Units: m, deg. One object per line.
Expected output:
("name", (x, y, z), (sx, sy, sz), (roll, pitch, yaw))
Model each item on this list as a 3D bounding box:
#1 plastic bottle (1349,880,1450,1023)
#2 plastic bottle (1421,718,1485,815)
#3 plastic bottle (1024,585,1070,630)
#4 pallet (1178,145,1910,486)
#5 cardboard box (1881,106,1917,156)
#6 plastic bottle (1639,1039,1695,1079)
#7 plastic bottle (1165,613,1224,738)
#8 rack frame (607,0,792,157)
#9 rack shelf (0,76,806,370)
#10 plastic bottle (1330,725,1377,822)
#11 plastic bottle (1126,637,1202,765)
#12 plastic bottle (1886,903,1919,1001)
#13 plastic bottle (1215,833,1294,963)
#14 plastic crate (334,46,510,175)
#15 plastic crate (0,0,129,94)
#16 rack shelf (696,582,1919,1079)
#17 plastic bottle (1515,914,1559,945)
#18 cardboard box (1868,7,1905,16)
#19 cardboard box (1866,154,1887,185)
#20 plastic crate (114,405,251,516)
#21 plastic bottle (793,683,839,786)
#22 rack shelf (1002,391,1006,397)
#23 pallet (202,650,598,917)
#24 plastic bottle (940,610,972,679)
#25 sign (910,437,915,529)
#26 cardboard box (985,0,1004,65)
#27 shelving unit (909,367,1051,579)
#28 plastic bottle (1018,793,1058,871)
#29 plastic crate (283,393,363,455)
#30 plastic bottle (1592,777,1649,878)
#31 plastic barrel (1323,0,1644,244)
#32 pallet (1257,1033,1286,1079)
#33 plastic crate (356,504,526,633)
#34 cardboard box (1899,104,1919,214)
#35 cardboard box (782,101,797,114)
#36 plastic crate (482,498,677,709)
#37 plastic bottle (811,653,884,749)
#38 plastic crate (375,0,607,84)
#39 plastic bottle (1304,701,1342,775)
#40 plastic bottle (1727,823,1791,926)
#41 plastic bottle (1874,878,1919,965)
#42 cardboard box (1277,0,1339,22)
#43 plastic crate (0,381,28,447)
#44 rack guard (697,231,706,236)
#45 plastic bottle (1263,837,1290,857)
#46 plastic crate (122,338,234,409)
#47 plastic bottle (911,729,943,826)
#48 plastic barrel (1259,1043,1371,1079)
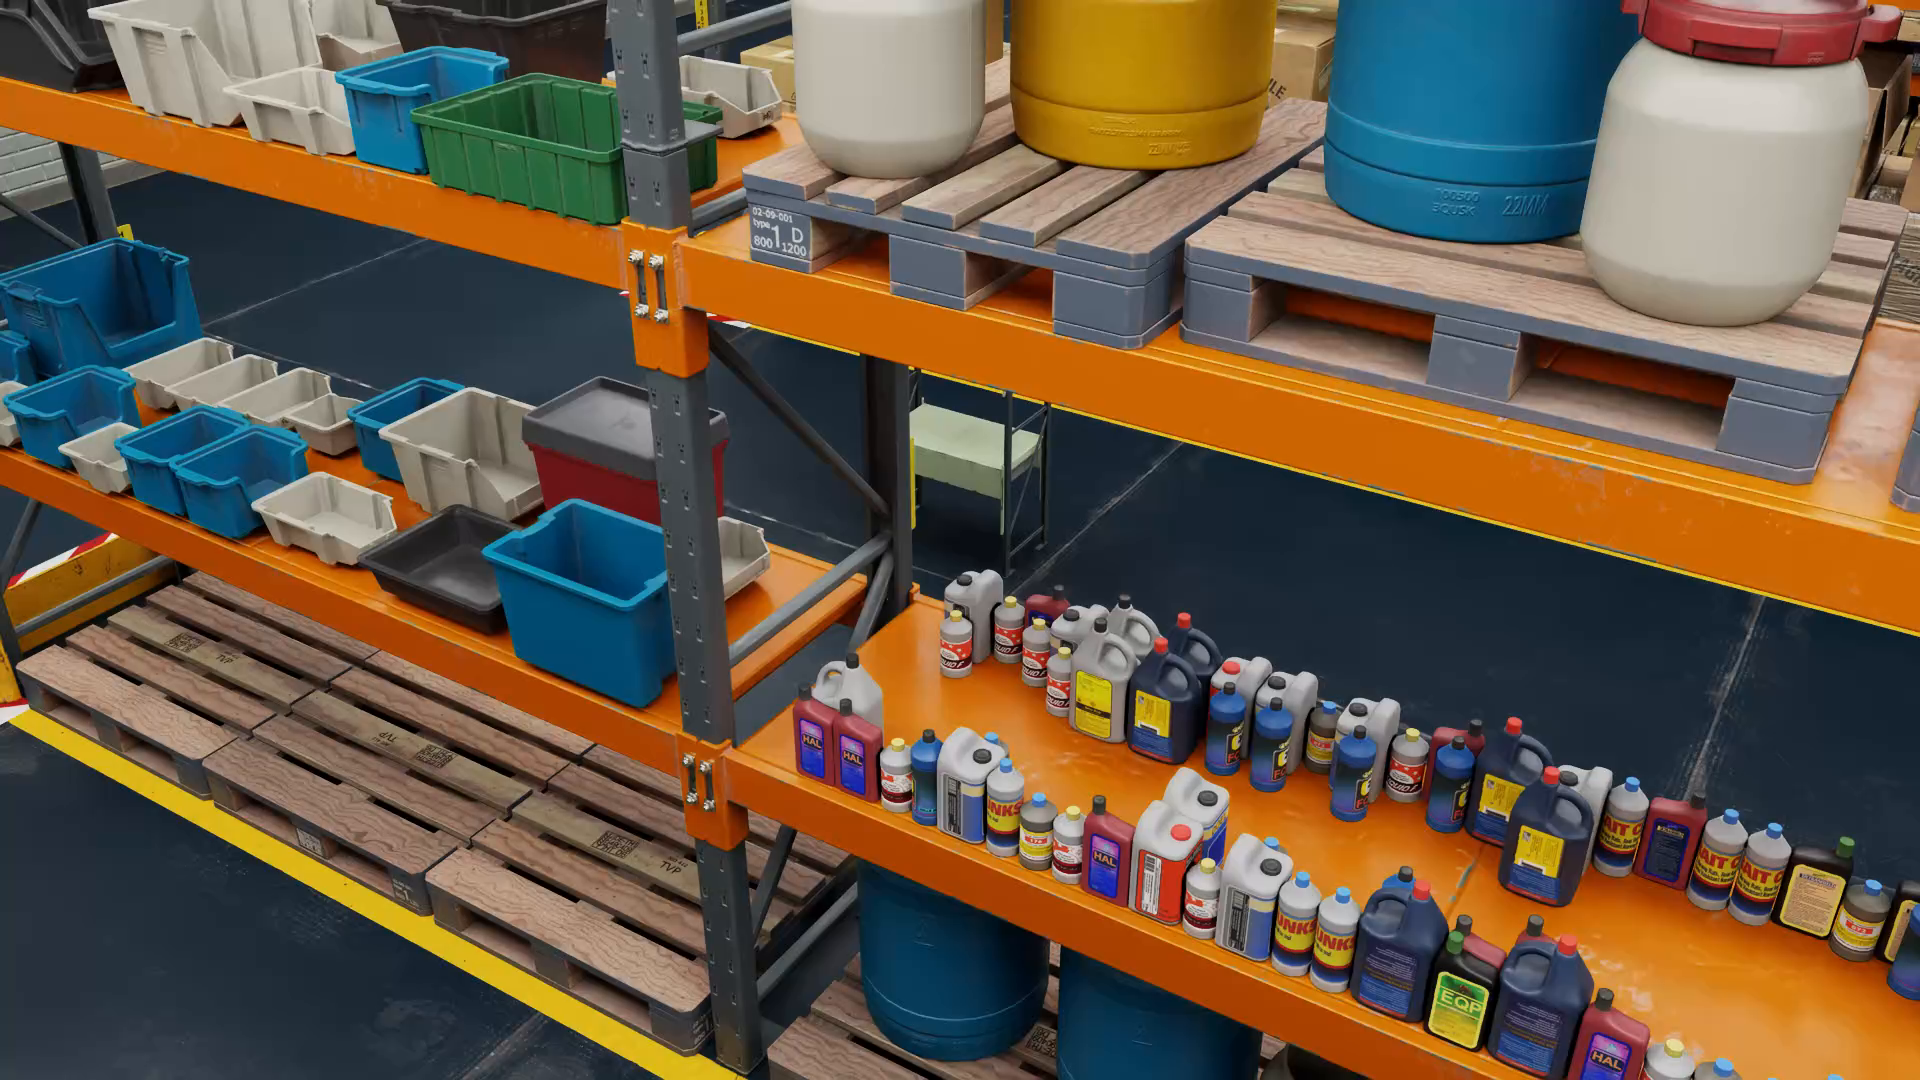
("plastic bottle", (1.001, 0.906, 3.769), (0.185, 0.351, 0.144), (18, 35, 27))
("plastic bottle", (1.306, 0.583, 4.389), (0.133, 0.283, 0.061), (18, 35, 27))
("plastic bottle", (0.259, 0.252, 4.957), (0.133, 0.283, 0.061), (18, 35, 27))
("pallet", (1.211, -0.552, 3.429), (1.213, 0.211, 1.003), (18, 35, 27))
("cardboard box", (6.256, -2.847, 11.473), (0.500, 0.250, 0.500), (19, 35, 29))
("plastic bottle", (1.491, 1.140, 3.517), (0.097, 0.201, 0.097), (0, 30, 0))
("plastic bottle", (0.642, 0.369, 4.690), (0.185, 0.351, 0.144), (18, 35, 27))
("rack frame", (-0.467, -2.400, 3.433), (0.127, 3.000, 1.000), (18, 35, 27))
("rack shelf", (-2.161, -1.329, 5.289), (4.000, 0.370, 1.077), (18, 35, 27))
("plastic bottle", (1.035, 0.604, 4.365), (0.097, 0.271, 0.097), (0, 30, 0))
("plastic bottle", (0.565, 0.431, 4.584), (0.185, 0.351, 0.144), (18, 35, 27))
("plastic bottle", (2.218, 0.924, 3.817), (0.097, 0.271, 0.097), (0, 30, 0))
("plastic bottle", (0.703, 0.842, 3.953), (0.135, 0.276, 0.152), (18, 35, 27))
("plastic crate", (-1.408, -1.139, 4.416), (0.300, 0.233, 0.416), (18, 35, 27))
("plastic crate", (-2.707, -1.622, 5.139), (0.767, 0.338, 0.504), (18, 35, 27))
("rack shelf", (1.227, 1.038, 4.208), (4.000, 0.370, 1.077), (18, 35, 27))
("plastic bottle", (1.303, 0.970, 3.726), (0.133, 0.283, 0.061), (18, 35, 27))
("cardboard box", (6.092, -3.562, 10.917), (0.250, 0.149, 0.380), (17, 34, 27))
("cardboard box", (3.991, -1.548, 7.827), (0.500, 0.500, 0.500), (18, 35, 28))
("plastic crate", (-2.706, -0.274, 5.850), (0.300, 0.233, 0.416), (18, 35, 27))
("plastic bottle", (-0.383, 0.522, 4.494), (0.133, 0.283, 0.061), (18, 35, 27))
("rack shelf", (0.006, -0.983, 7.672), (0.720, 0.370, 0.431), (18, 35, 27))
("pallet", (-2.148, 0.889, 6.516), (1.213, 0.211, 1.003), (18, 35, 27))
("plastic bottle", (-0.012, 0.303, 4.951), (0.097, 0.201, 0.097), (0, 30, 0))
("sign", (-0.173, -0.162, 5.277), (0.005, 0.325, 0.100), (18, 35, 27))
("cardboard box", (-0.093, -2.867, 9.298), (0.500, 0.500, 0.500), (17, 34, 26))
("shelving unit", (0.006, -0.646, 7.869), (0.755, 1.500, 0.431), (18, 35, 27))
("plastic bottle", (0.198, 0.731, 4.218), (0.097, 0.201, 0.097), (0, 30, 0))
("plastic crate", (-2.321, -0.431, 6.215), (0.250, 0.136, 0.298), (18, 35, 27))
("plastic bottle", (1.664, 0.713, 4.179), (0.097, 0.271, 0.097), (0, 30, 0))
("plastic barrel", (1.060, -1.110, 3.285), (0.708, 0.901, 0.600), (18, 35, 27))
("pallet", (1.202, 1.947, 4.703), (1.213, 0.211, 1.003), (18, 35, 27))
("plastic crate", (-1.558, 0.099, 5.316), (0.590, 0.125, 0.437), (18, 35, 27))
("cardboard box", (4.393, -1.706, 7.102), (0.637, 0.503, 0.797), (18, 35, 28))
("cardboard box", (-0.879, -2.581, 9.947), (0.250, 0.149, 0.380), (17, 34, 27))
("plastic crate", (-1.044, 0.193, 4.899), (0.575, 0.384, 0.392), (18, 35, 27))
("plastic bottle", (-0.307, 0.456, 4.540), (0.185, 0.351, 0.144), (18, 35, 27))
("plastic crate", (-1.373, -1.497, 4.993), (0.590, 0.269, 0.497), (18, 35, 27))
("plastic bottle", (1.002, 0.533, 4.556), (0.097, 0.201, 0.097), (0, 30, 0))
("plastic bottle", (1.942, 0.801, 4.029), (0.097, 0.271, 0.097), (0, 30, 0))
("plastic bottle", (2.245, 0.880, 3.880), (0.133, 0.283, 0.061), (18, 35, 27))
("cardboard box", (1.896, -2.547, 8.749), (0.500, 0.500, 0.500), (18, 35, 27))
("plastic crate", (-3.593, -0.464, 6.271), (0.298, 0.136, 0.250), (18, 35, 27))
("rack guard", (-1.242, -1.921, 11.046), (0.348, 0.500, 1.175), (18, 35, 27))
("plastic bottle", (0.754, 0.816, 4.072), (0.097, 0.201, 0.097), (0, 30, 0))
("plastic crate", (-3.068, -0.651, 6.591), (0.243, 0.136, 0.396), (18, 35, 27))
("plastic bottle", (-0.081, 0.612, 4.351), (0.097, 0.271, 0.097), (0, 30, 0))
("plastic barrel", (1.015, 1.617, 4.554), (0.421, 0.512, 0.421), (0, 30, 0))
